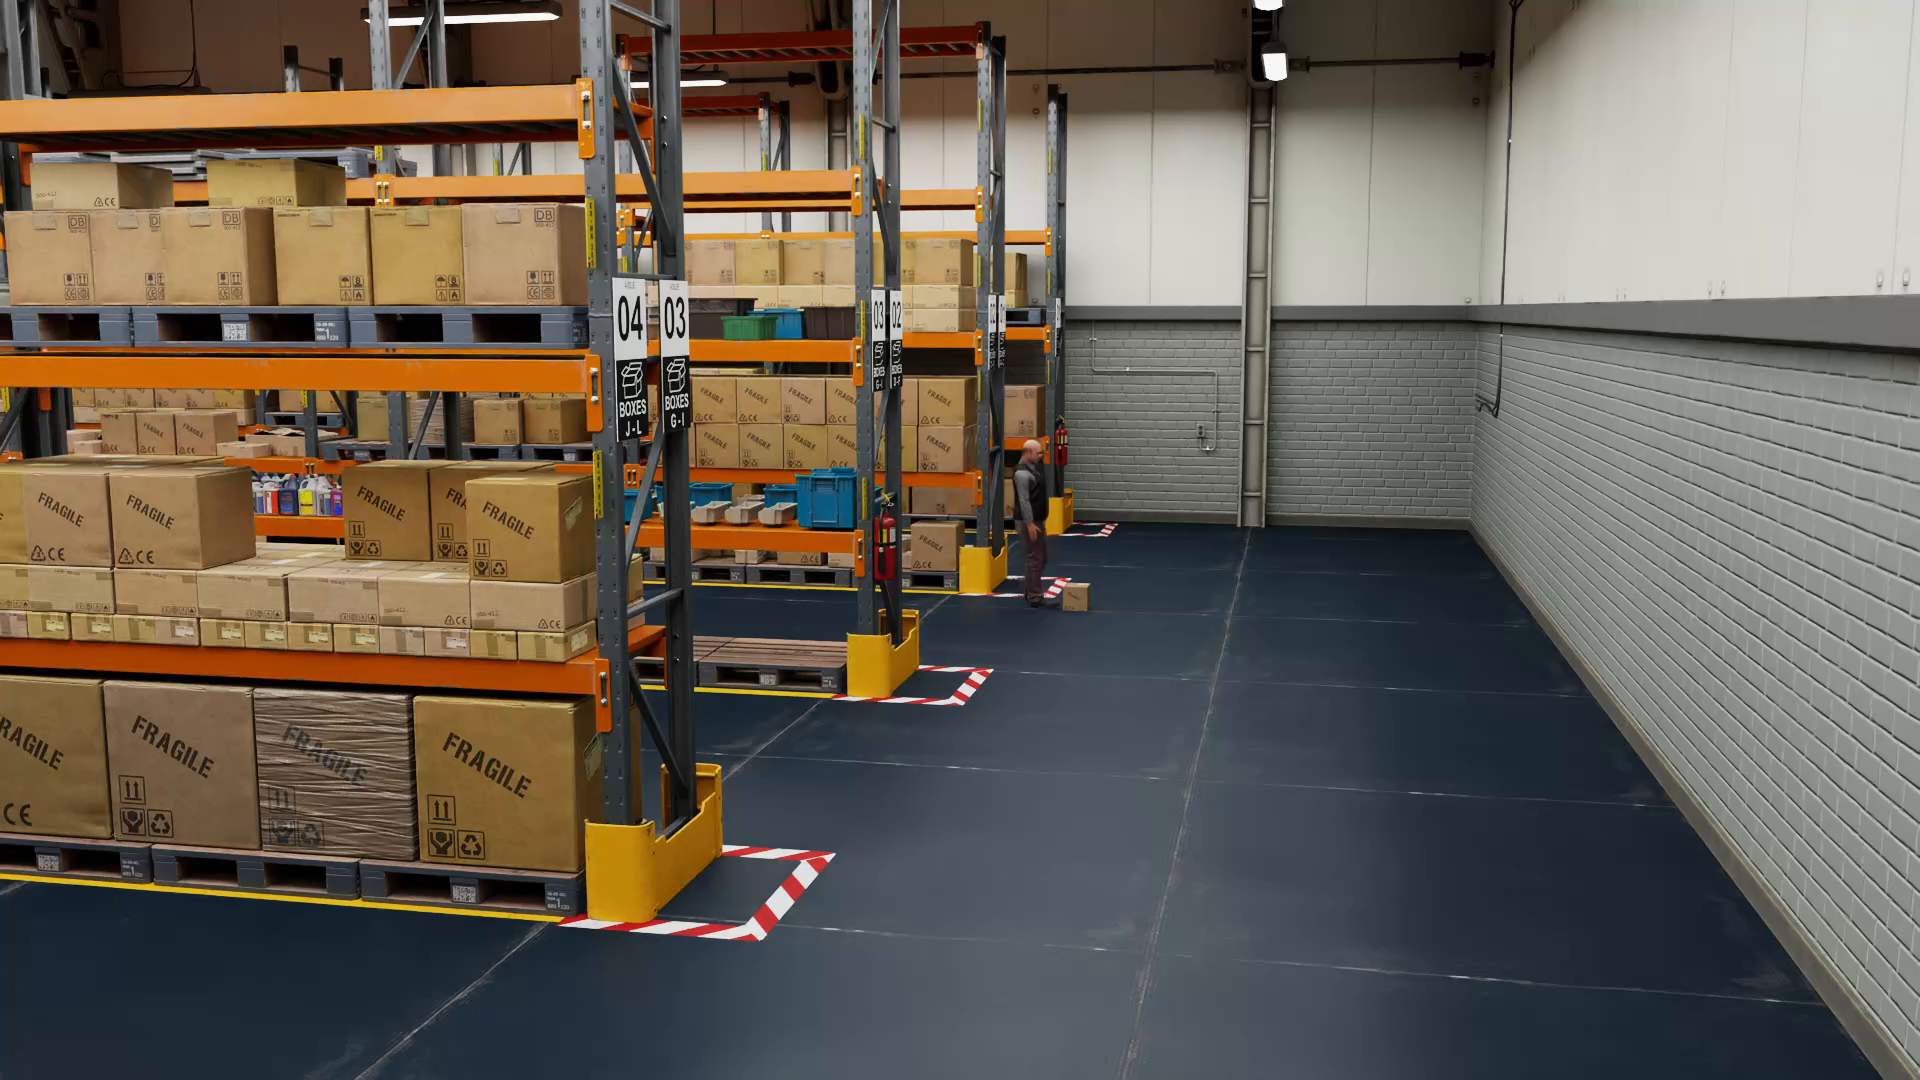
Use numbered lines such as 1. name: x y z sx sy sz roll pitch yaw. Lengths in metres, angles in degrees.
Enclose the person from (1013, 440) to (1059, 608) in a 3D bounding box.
1. person: 0.789 -0.132 17.008 0.477 1.798 0.585 1 8 10
